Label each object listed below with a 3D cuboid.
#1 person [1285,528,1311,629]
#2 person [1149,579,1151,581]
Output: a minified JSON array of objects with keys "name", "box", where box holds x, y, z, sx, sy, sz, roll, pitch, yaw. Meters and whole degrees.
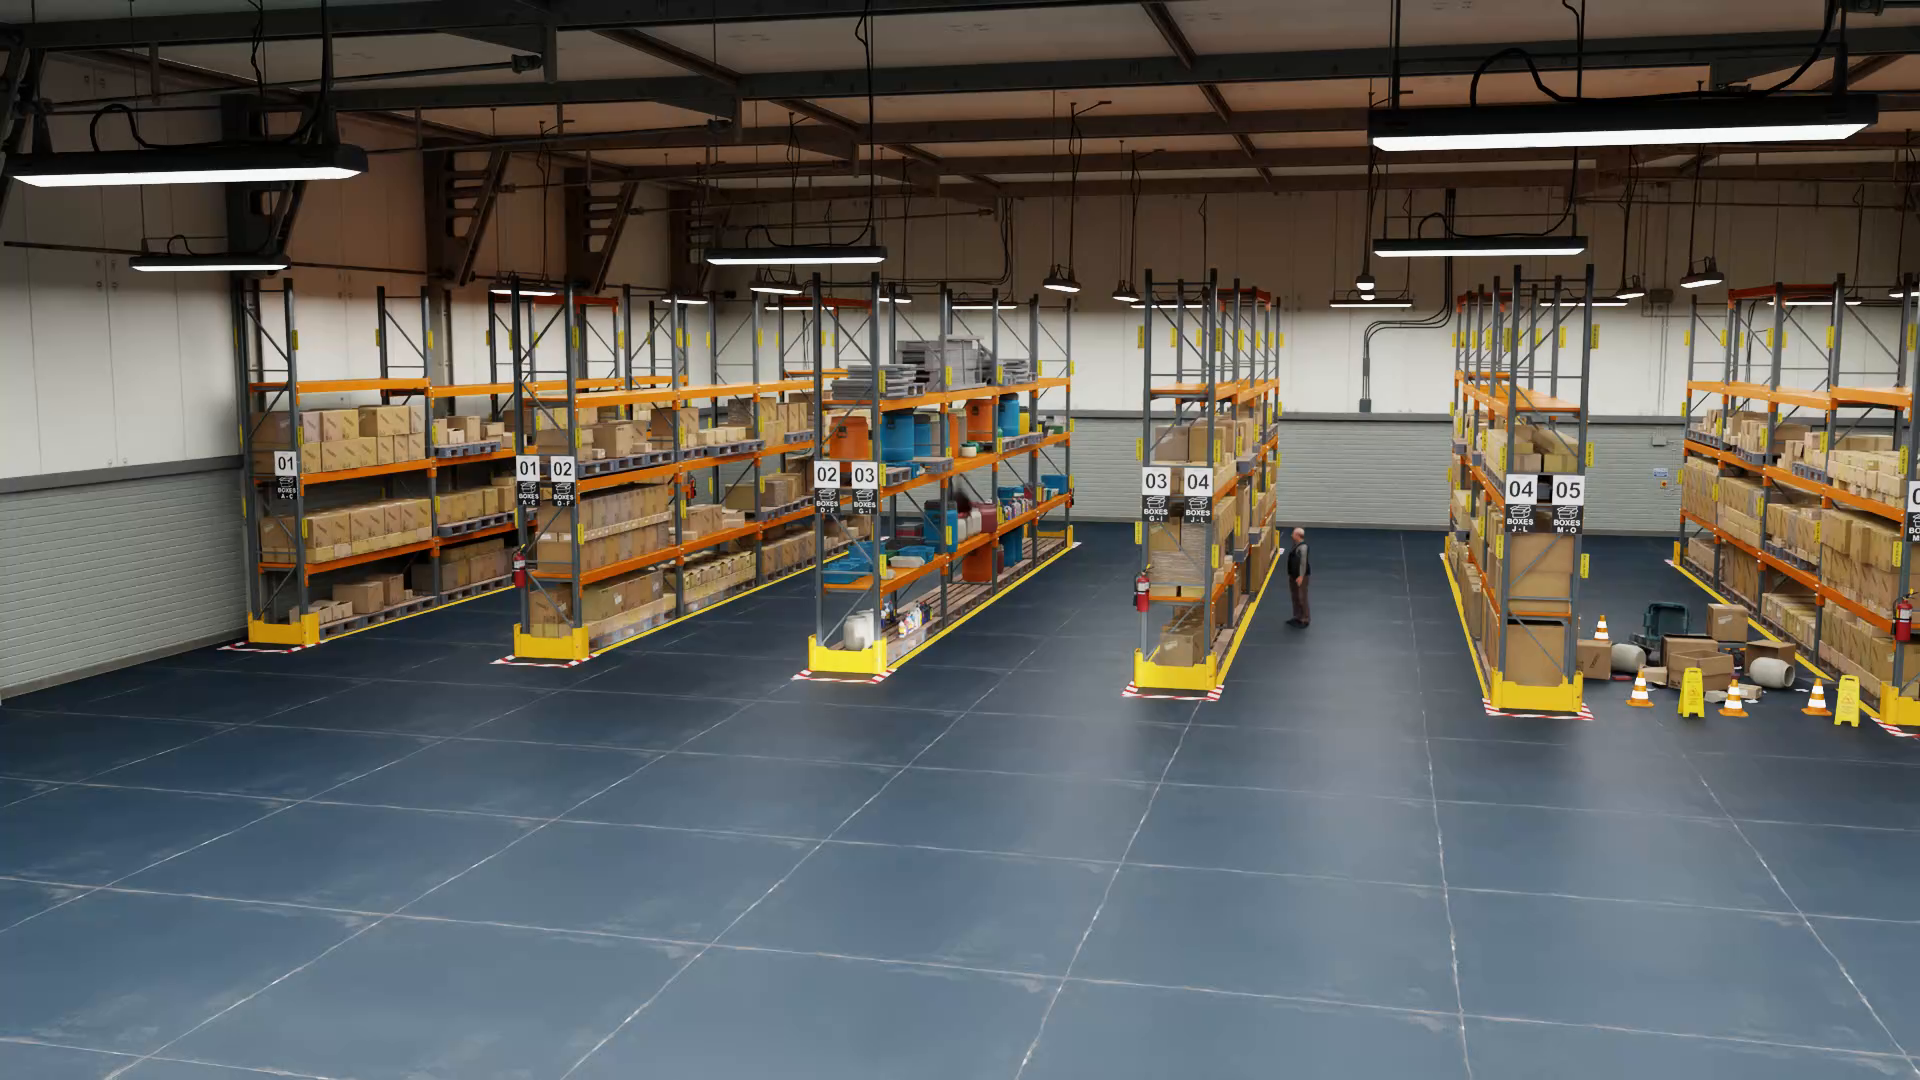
[{"name":"person","box":[5.960,0.662,29.213,0.382,1.757,0.560,-2,7,-19]},{"name":"person","box":[3.971,0.043,34.767,0.358,1.606,0.452,-1,7,-5]}]
